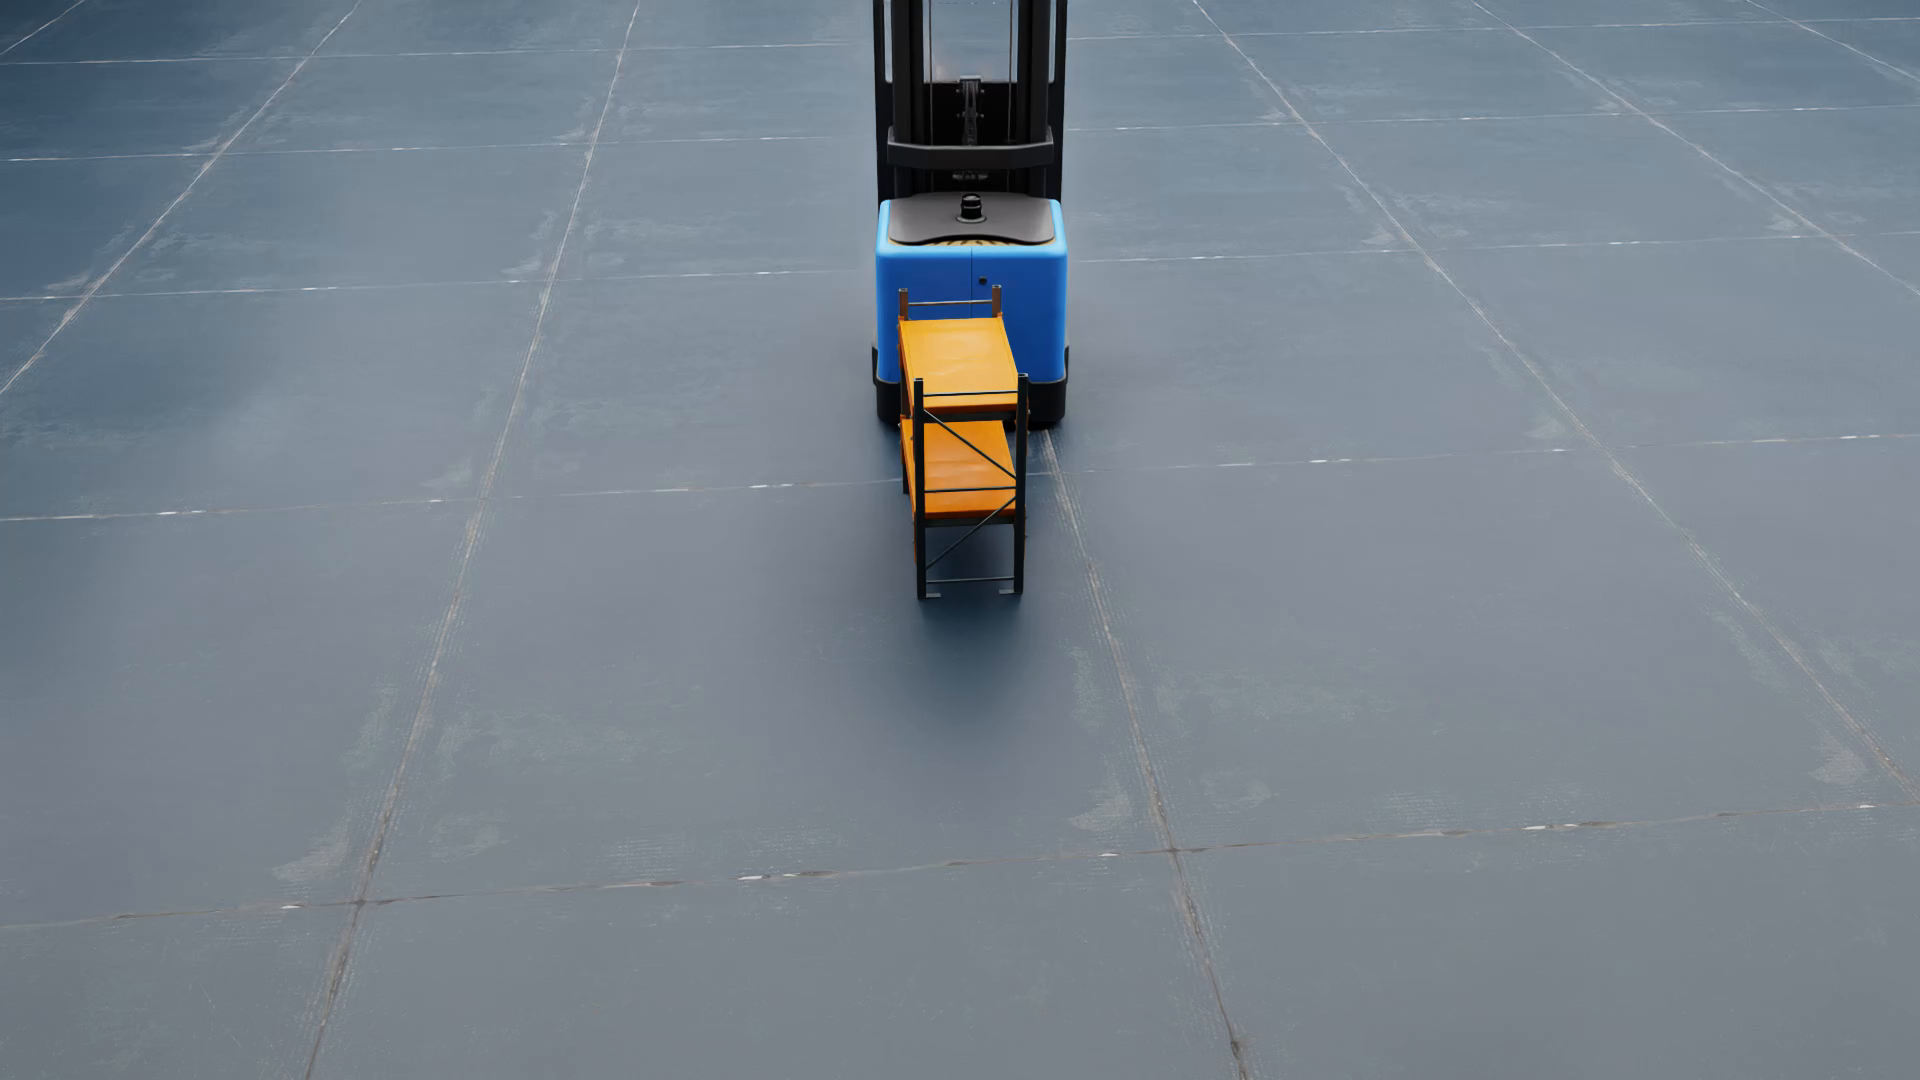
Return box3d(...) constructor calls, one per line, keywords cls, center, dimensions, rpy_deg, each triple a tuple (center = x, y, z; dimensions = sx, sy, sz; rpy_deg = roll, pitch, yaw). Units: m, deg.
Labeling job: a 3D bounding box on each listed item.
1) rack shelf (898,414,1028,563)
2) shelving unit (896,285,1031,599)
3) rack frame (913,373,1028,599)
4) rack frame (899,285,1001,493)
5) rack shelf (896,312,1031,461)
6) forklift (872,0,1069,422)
box3d(cls="rack shelf", center=(-0.001, -0.276, 8.093), dimensions=(0.538, 0.278, 1.000), rpy_deg=(-3, 31, -5))
box3d(cls="shelving unit", center=(-0.001, -0.486, 7.967), dimensions=(0.538, 1.125, 1.048), rpy_deg=(-3, 31, -5))
box3d(cls="rack frame", center=(0.047, -0.227, 7.533), dimensions=(0.500, 1.125, 0.032), rpy_deg=(-3, 31, -5))
box3d(cls="rack frame", center=(-0.048, -0.746, 8.402), dimensions=(0.500, 1.125, 0.032), rpy_deg=(-3, 31, -5))
box3d(cls="rack shelf", center=(-0.001, -0.738, 7.817), dimensions=(0.538, 0.278, 1.000), rpy_deg=(-3, 31, -5))
box3d(cls="forklift", center=(0.054, -2.624, 9.785), dimensions=(1.130, 2.935, 3.031), rpy_deg=(0, 31, 0))
